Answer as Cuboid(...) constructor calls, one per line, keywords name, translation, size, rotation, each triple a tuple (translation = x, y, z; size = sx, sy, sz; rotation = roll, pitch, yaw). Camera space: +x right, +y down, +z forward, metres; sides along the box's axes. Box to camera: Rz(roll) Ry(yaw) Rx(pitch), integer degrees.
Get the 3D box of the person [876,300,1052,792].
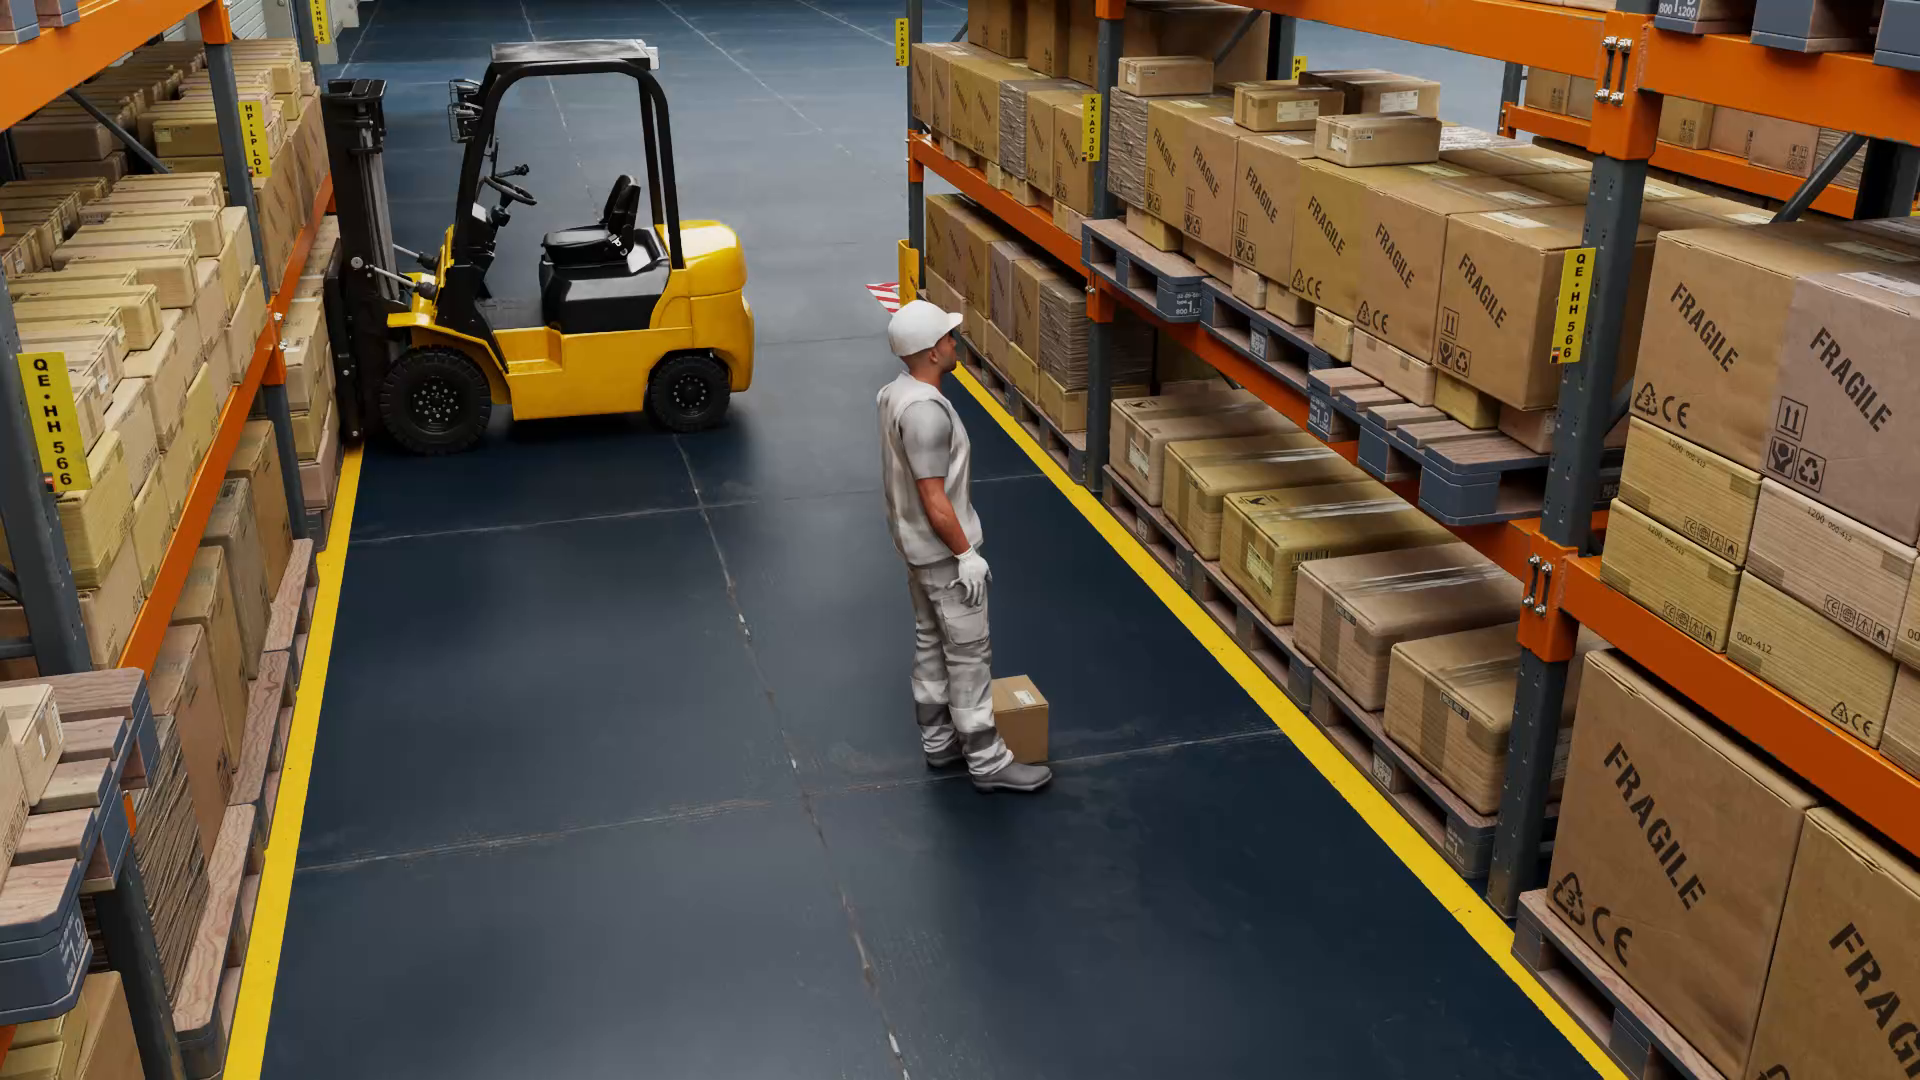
Cuboid(name="person", translation=(0.003, 0.014, 6.003), size=(0.562, 1.790, 0.637), rotation=(-6, 23, -14))
